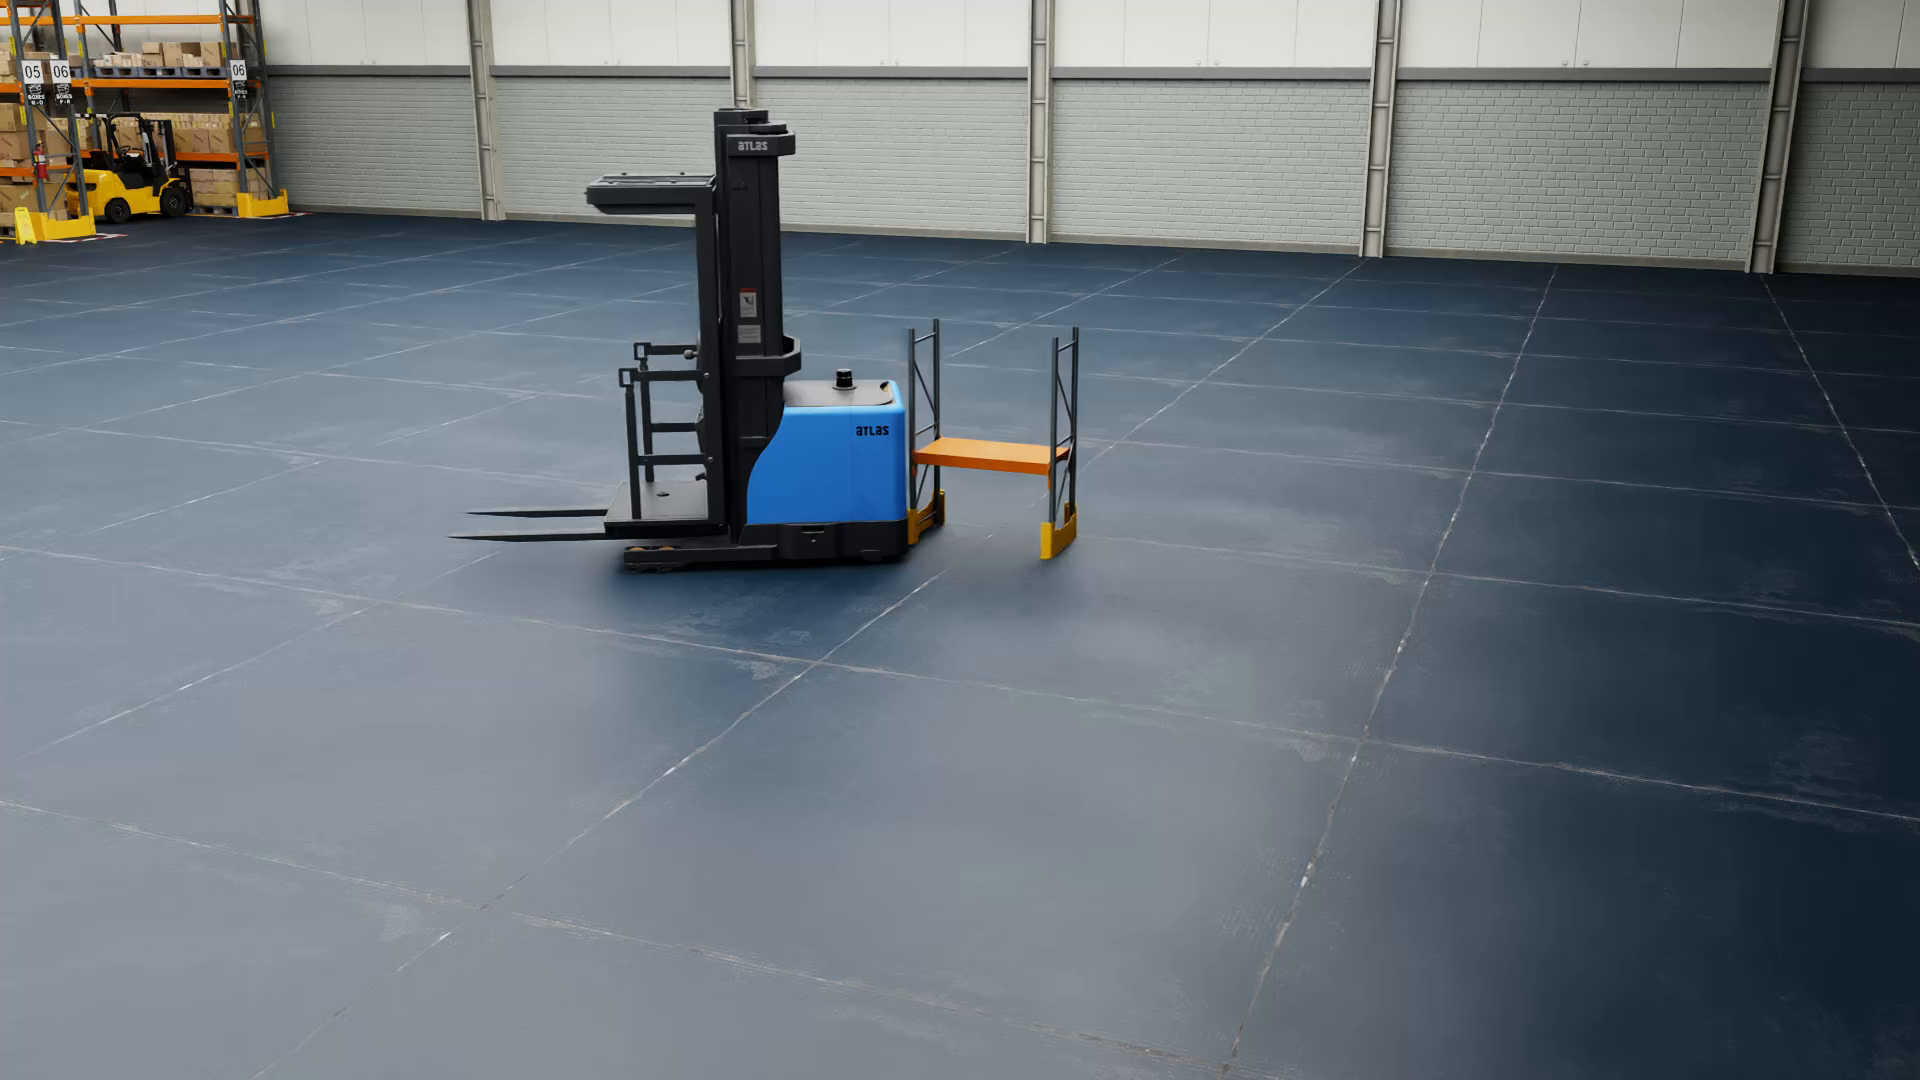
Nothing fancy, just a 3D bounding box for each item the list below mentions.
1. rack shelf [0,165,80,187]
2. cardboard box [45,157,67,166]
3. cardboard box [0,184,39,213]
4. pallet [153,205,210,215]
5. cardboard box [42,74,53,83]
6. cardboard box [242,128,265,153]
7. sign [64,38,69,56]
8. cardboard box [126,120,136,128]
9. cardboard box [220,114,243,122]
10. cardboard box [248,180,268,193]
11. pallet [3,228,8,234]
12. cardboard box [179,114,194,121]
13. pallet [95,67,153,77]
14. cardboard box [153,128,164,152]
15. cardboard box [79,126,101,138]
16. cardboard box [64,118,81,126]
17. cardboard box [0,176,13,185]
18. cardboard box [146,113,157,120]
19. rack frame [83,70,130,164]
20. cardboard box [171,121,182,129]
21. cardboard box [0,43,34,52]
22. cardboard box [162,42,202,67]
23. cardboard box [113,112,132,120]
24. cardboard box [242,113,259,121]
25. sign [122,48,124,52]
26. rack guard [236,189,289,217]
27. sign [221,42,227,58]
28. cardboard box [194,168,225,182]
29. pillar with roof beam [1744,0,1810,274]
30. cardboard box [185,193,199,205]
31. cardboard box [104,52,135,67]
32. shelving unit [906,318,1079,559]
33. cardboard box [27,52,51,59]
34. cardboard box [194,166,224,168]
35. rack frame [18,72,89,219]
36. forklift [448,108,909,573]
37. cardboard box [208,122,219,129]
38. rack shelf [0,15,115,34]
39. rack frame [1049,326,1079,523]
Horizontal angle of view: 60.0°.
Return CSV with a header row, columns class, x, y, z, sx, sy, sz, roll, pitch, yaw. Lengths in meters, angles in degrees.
class,x,y,z,sx,sy,sz,roll,pitch,yaw
rack shelf,-18.663,-7.006,31.715,4.000,0.370,1.077,6,17,21
cardboard box,-17.042,-7.114,31.250,0.250,0.149,0.380,6,17,21
cardboard box,-17.643,-6.402,31.180,0.500,0.500,0.500,6,17,21
pallet,-16.842,-7.288,36.398,1.213,0.211,1.003,6,17,21
cardboard box,-16.991,-8.585,30.934,0.250,0.149,0.380,6,17,21
cardboard box,-15.343,-8.605,35.755,0.500,0.500,0.500,7,18,22
sign,-16.603,-9.148,30.855,0.005,0.325,0.100,6,17,21
cardboard box,-17.809,-9.012,35.994,0.250,0.149,0.380,7,17,22
cardboard box,-15.395,-8.919,35.138,0.250,0.149,0.380,6,17,21
cardboard box,-15.345,-7.658,35.953,0.500,0.250,0.500,7,17,22
pallet,-18.746,-6.033,32.075,1.213,0.211,1.003,6,17,21
cardboard box,-16.376,-8.998,35.412,0.250,0.149,0.380,7,18,22
pallet,-17.902,-10.161,36.072,1.213,0.211,1.003,6,17,21
cardboard box,-16.966,-8.621,35.810,0.500,0.500,0.500,6,17,21
cardboard box,-19.256,-8.995,36.652,0.500,0.250,0.500,6,17,19
cardboard box,-19.559,-9.241,36.781,0.250,0.149,0.380,6,17,21
cardboard box,-18.009,-6.734,31.159,0.250,0.149,0.380,7,18,22
cardboard box,-17.290,-9.125,35.849,0.250,0.149,0.380,6,17,20
rack frame,-18.705,-8.843,36.756,0.127,3.000,1.000,6,17,21
cardboard box,-16.612,-8.882,35.544,0.250,0.149,0.380,6,17,21
cardboard box,-20.895,-10.749,36.829,0.500,0.500,0.500,7,17,22
cardboard box,-16.401,-10.285,35.230,0.500,0.500,0.700,6,17,21
cardboard box,-18.235,-9.238,36.237,0.250,0.149,0.380,7,17,21
cardboard box,-15.218,-9.026,35.510,0.250,0.149,0.380,6,17,20
sign,-18.503,-10.714,36.751,0.005,0.325,0.100,6,17,21
rack guard,-14.962,-7.231,35.686,0.348,0.500,1.175,6,17,21
sign,-15.196,-10.123,34.336,0.005,0.325,0.100,6,17,21
cardboard box,-16.004,-7.813,35.590,0.500,0.250,0.500,7,17,22
pillar with roof beam,11.027,-7.435,21.143,0.400,9.000,9.100,6,17,21
cardboard box,-16.458,-7.388,35.922,0.500,0.250,0.500,6,17,21
cardboard box,-18.021,-10.343,35.767,0.500,0.311,0.500,7,17,22
shelving unit,0.220,-0.718,11.457,1.083,1.500,0.587,6,17,20
cardboard box,-17.058,-8.939,30.724,0.250,0.149,0.380,6,17,20
cardboard box,-16.289,-7.998,36.229,0.500,0.250,0.500,6,17,20
rack frame,-16.802,-7.147,30.910,0.127,3.000,1.000,6,17,21
forklift,-1.893,-1.346,11.053,3.031,2.935,1.130,-1,16,-5
cardboard box,-15.658,-8.775,35.177,0.250,0.149,0.380,7,17,22
rack shelf,-20.566,-11.392,36.780,4.000,0.370,1.077,6,17,21
rack frame,0.703,-0.667,11.280,0.032,1.500,0.500,6,17,20
